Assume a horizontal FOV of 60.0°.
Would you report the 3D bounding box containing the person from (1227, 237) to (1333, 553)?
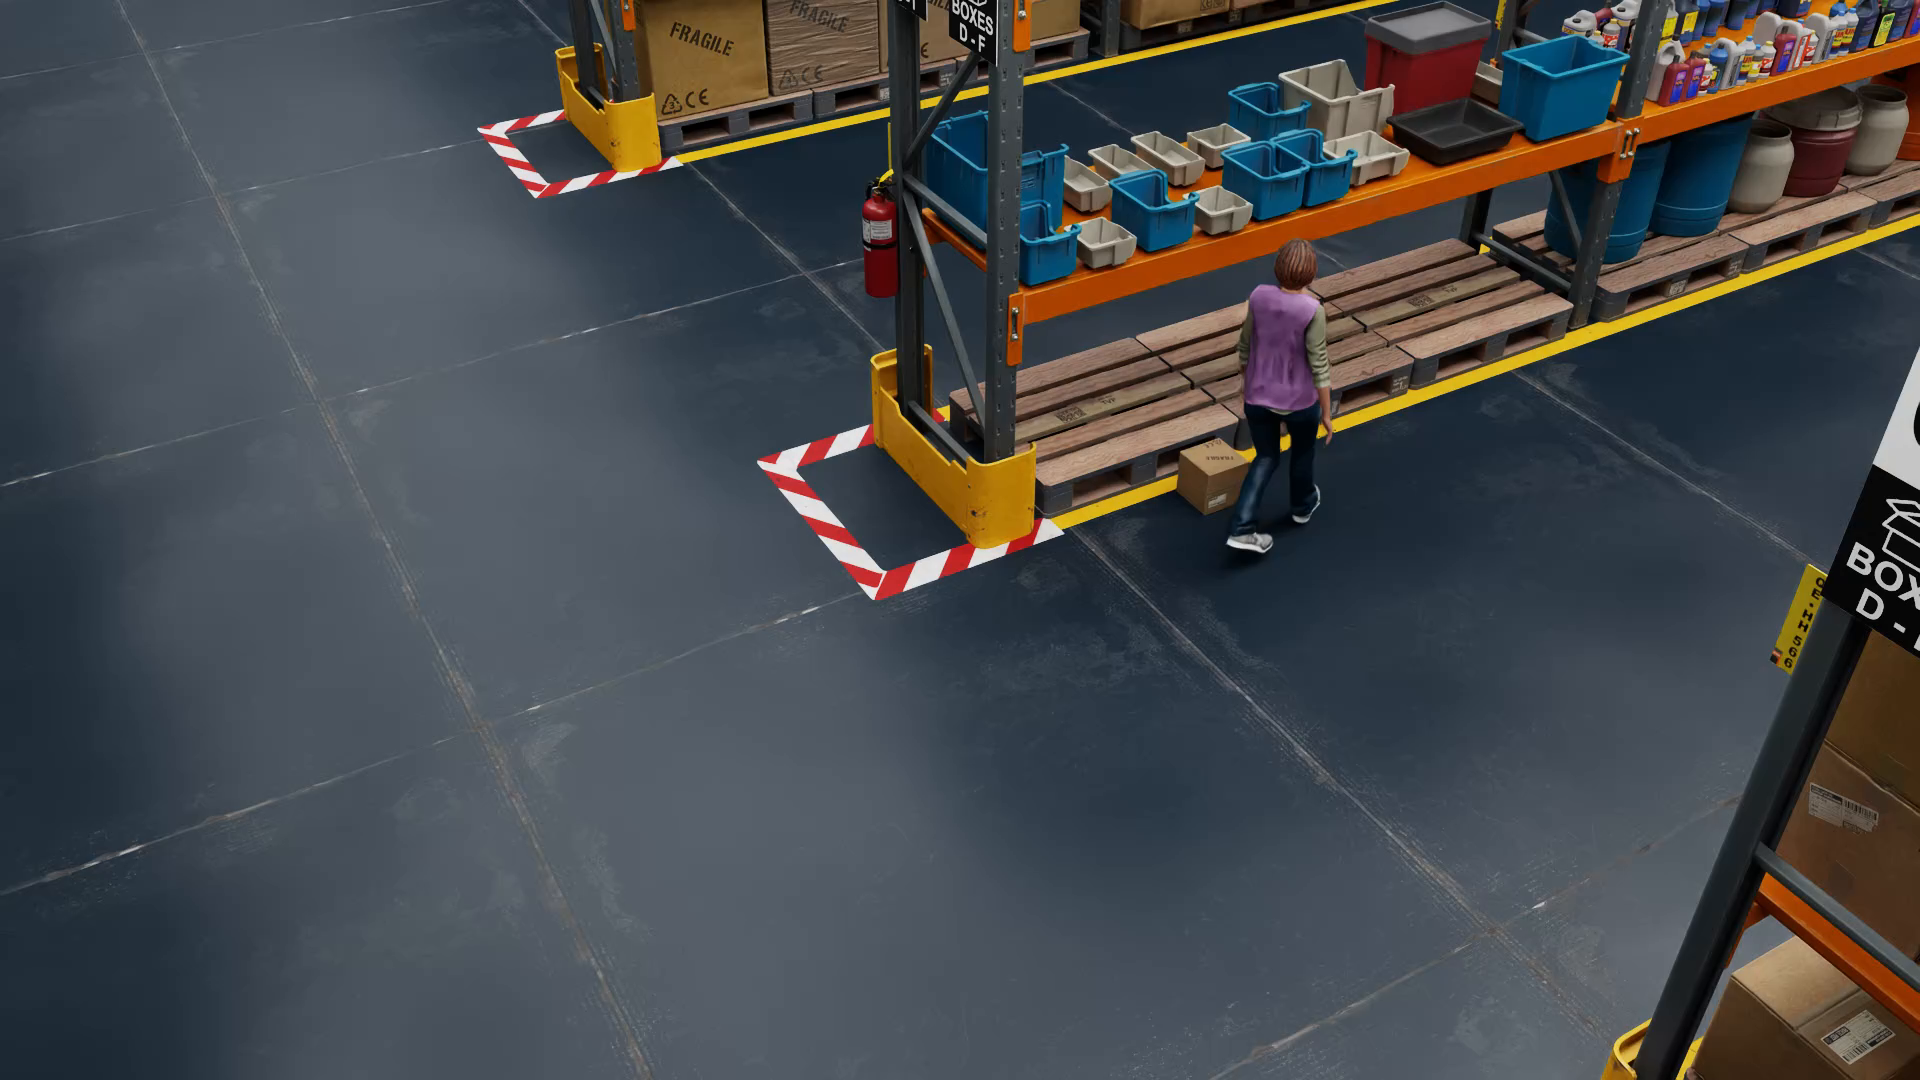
[{"bbox_3d":[1.530,-0.672,7.814,0.545,1.553,0.777,18,41,23],"label":"person"}]
